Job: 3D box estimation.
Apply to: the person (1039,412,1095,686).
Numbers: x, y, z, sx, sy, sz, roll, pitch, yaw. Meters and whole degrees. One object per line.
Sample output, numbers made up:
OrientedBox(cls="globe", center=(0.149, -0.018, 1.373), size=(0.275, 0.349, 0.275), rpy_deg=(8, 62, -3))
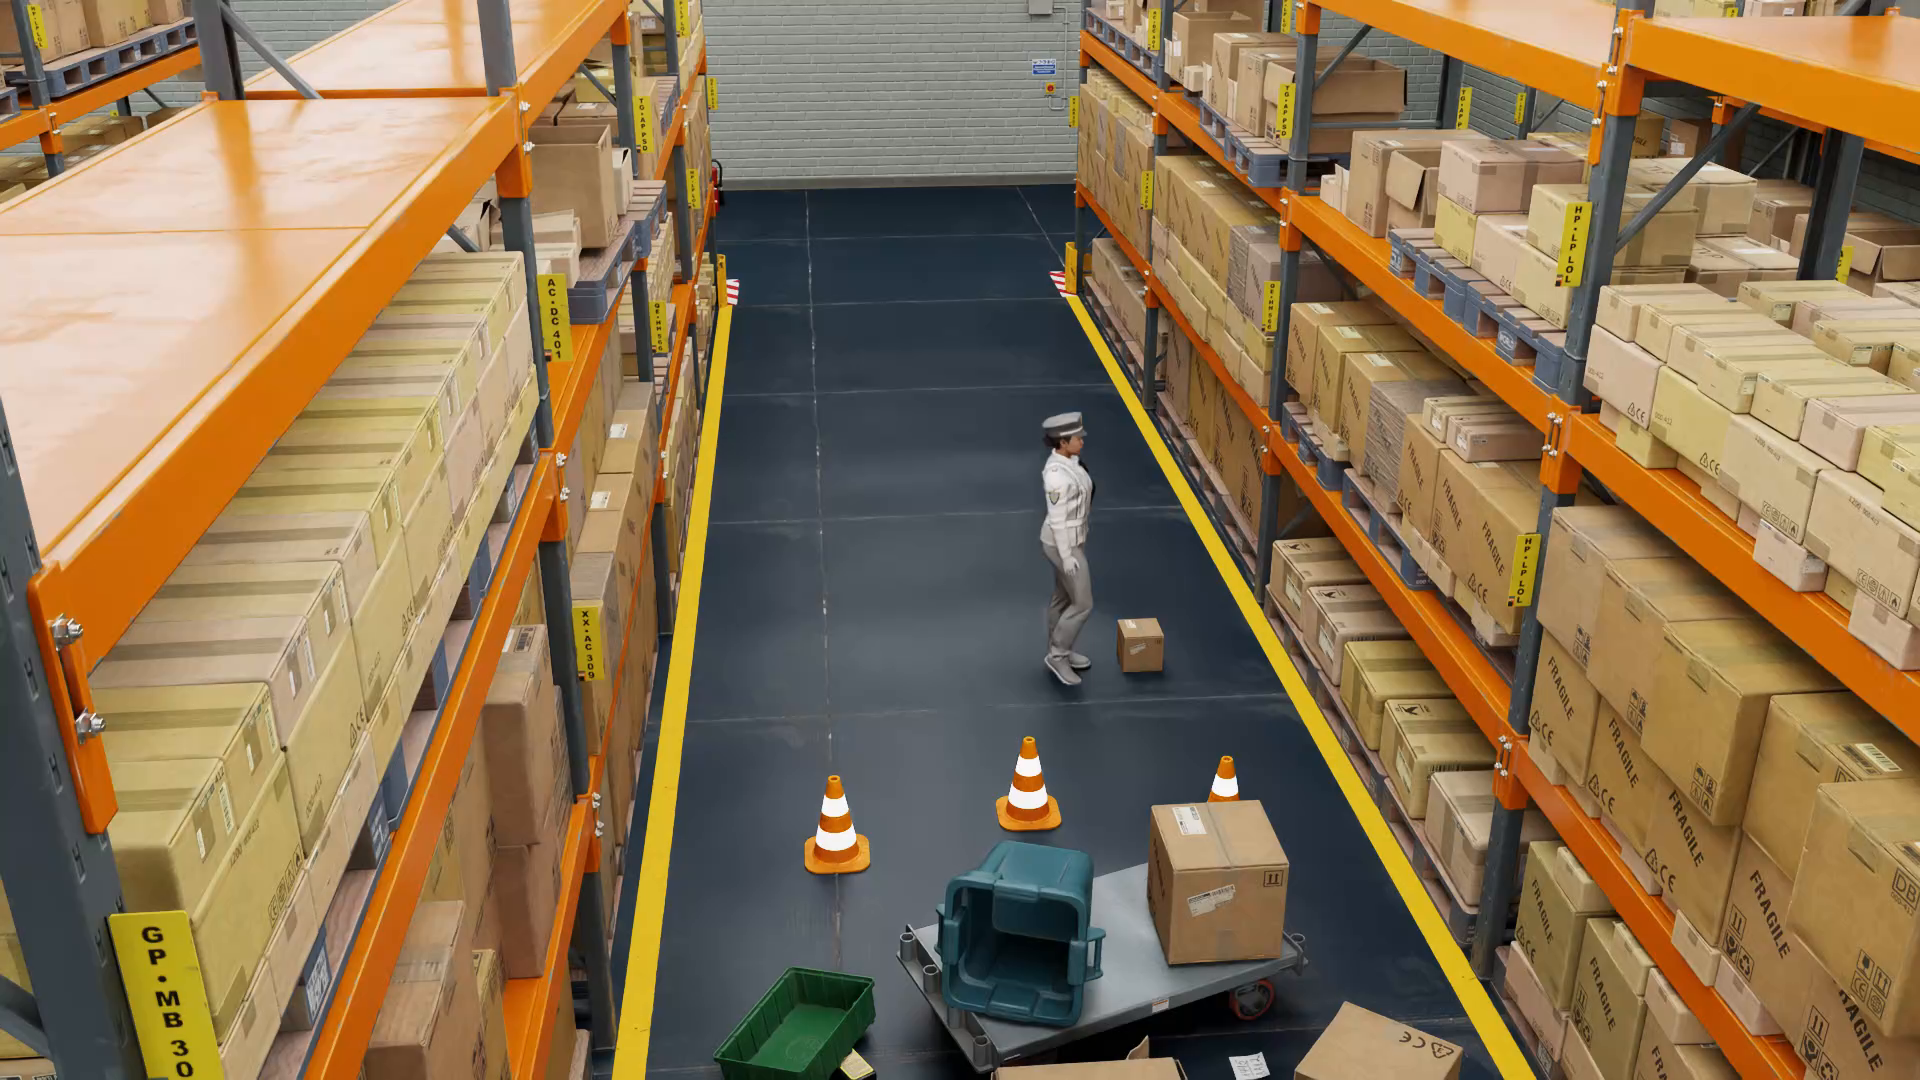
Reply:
OrientedBox(cls="person", center=(0.663, 0.037, 10.215), size=(0.364, 1.712, 0.505), rpy_deg=(4, 24, 9))
